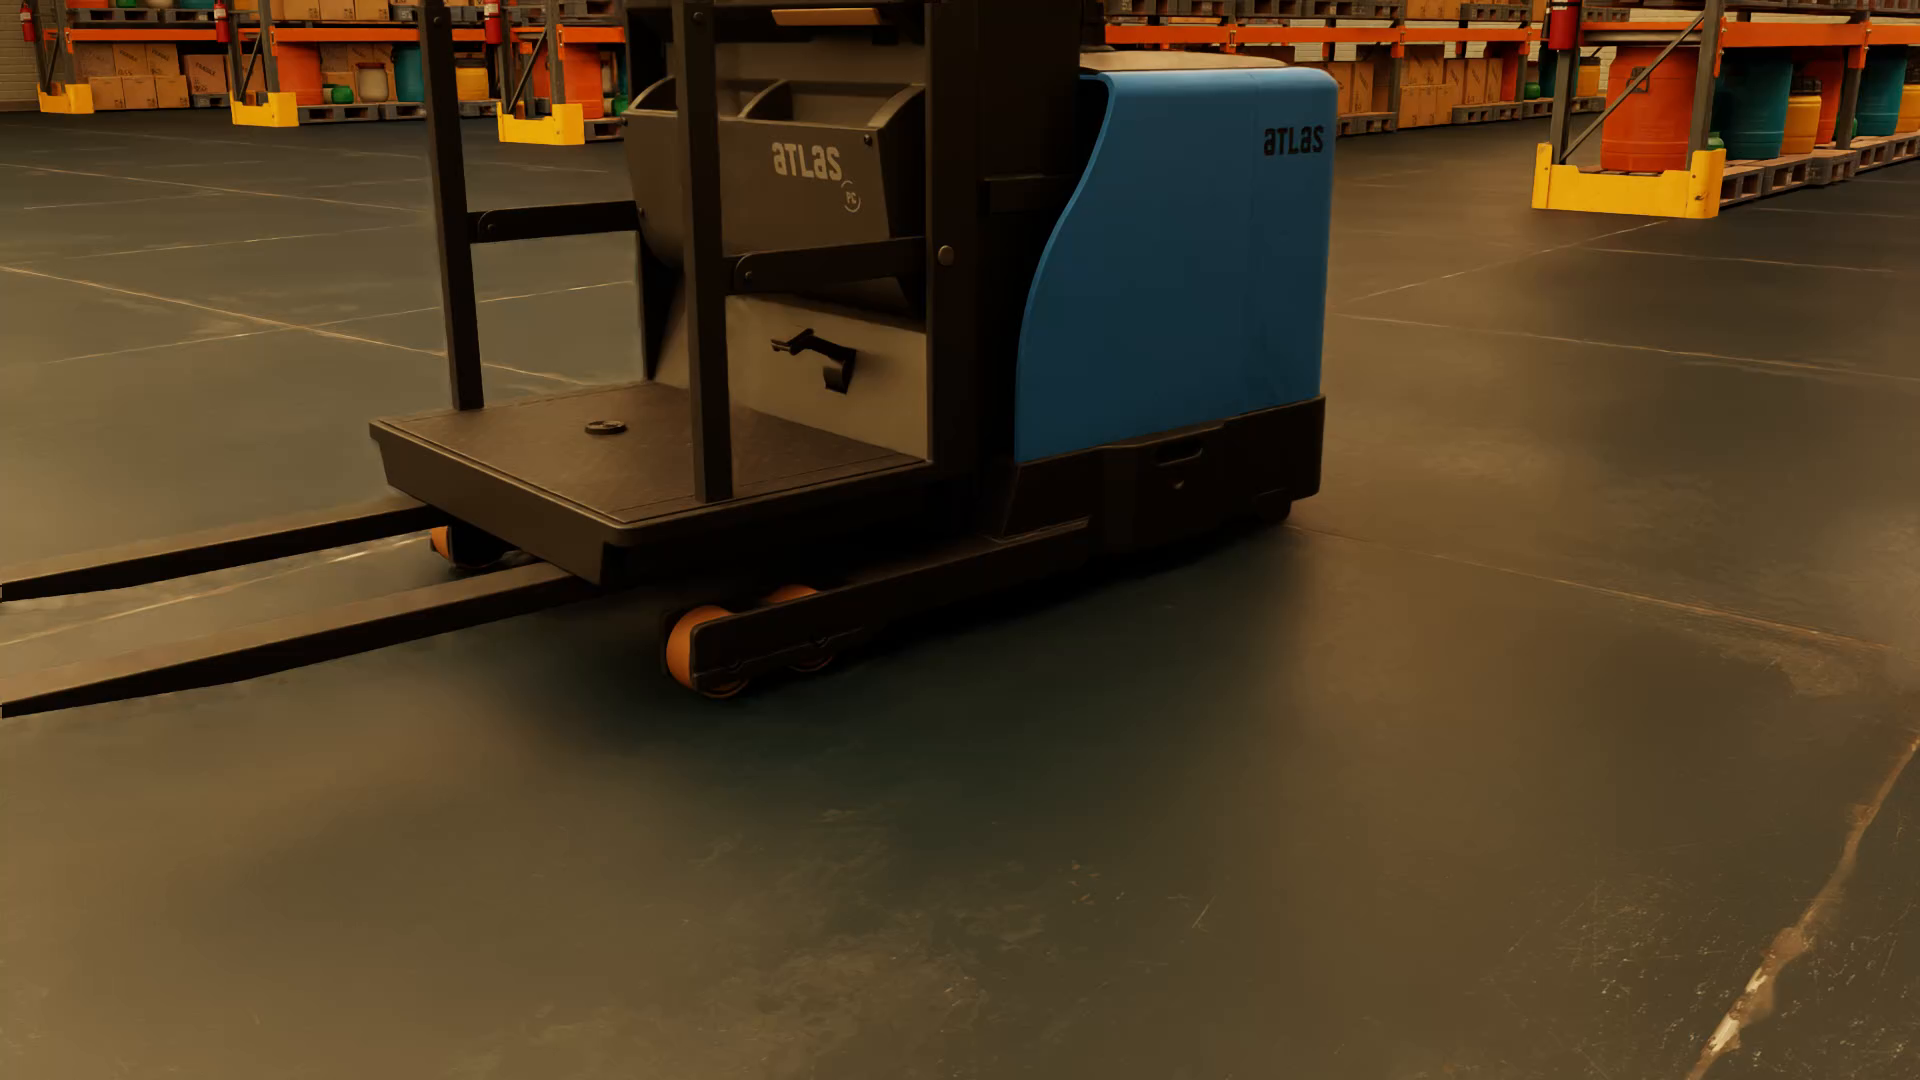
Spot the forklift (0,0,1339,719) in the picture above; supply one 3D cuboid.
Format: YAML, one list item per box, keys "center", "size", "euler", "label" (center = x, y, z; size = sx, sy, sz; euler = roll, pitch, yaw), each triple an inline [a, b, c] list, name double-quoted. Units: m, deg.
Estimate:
- center: [-0.556, -1.288, 3.138]
  size: [3.031, 2.935, 1.130]
  euler: [-14, 22, -39]
  label: "forklift"
